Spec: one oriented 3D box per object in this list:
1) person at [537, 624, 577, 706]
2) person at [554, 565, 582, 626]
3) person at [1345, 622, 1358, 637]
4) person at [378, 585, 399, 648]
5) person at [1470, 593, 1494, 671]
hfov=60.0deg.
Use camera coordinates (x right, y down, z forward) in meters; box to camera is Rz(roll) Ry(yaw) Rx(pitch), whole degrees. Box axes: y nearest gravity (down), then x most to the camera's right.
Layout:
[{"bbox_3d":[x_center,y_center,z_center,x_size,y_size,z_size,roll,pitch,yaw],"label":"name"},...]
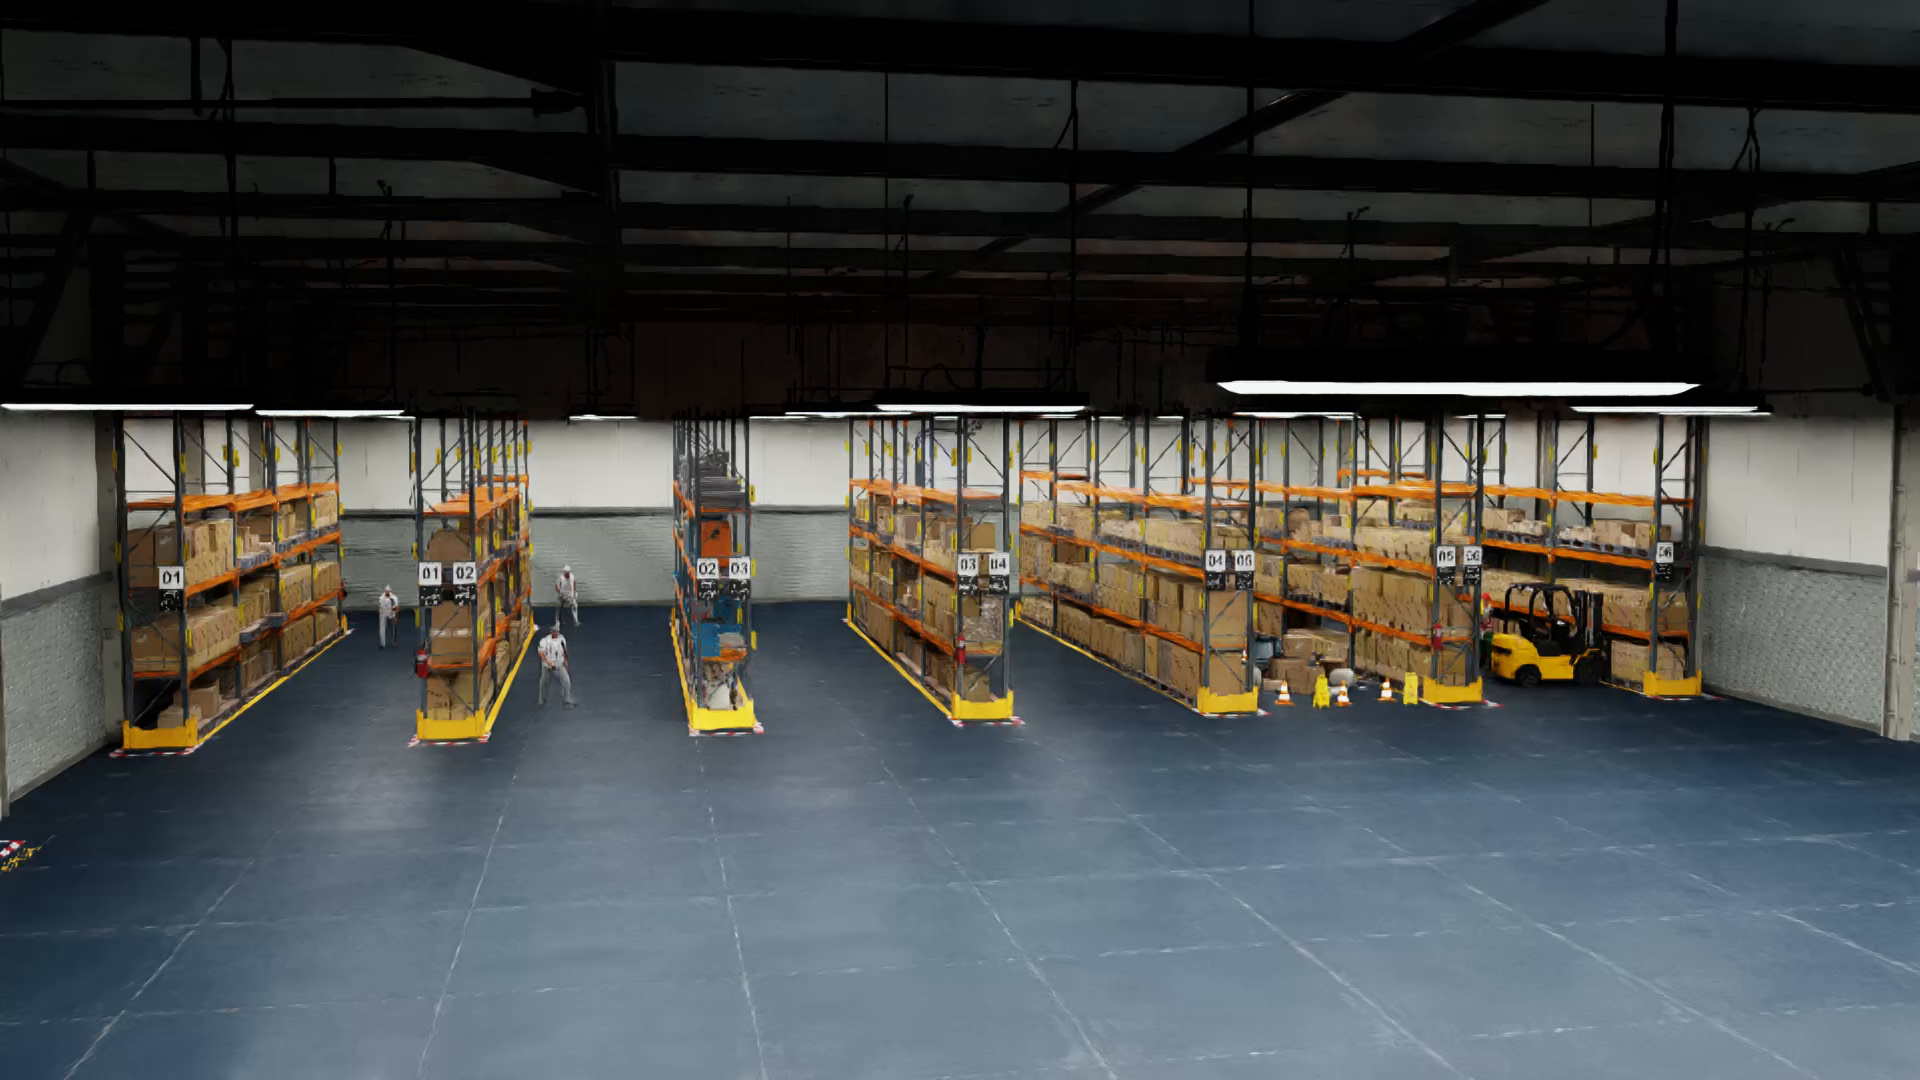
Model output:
[{"bbox_3d":[-8.142,2.495,33.375,0.705,1.694,0.833,-2,5,-30],"label":"person"},{"bbox_3d":[-11.035,1.543,46.604,0.702,1.712,0.842,-2,5,-29],"label":"person"},{"bbox_3d":[10.085,1.850,42.550,0.408,1.680,0.538,-4,6,-43],"label":"person"},{"bbox_3d":[-14.471,1.918,42.146,0.482,1.579,1.082,-1,4,-13],"label":"person"},{"bbox_3d":[12.046,2.097,38.253,0.569,1.786,0.653,1,4,17],"label":"person"}]
